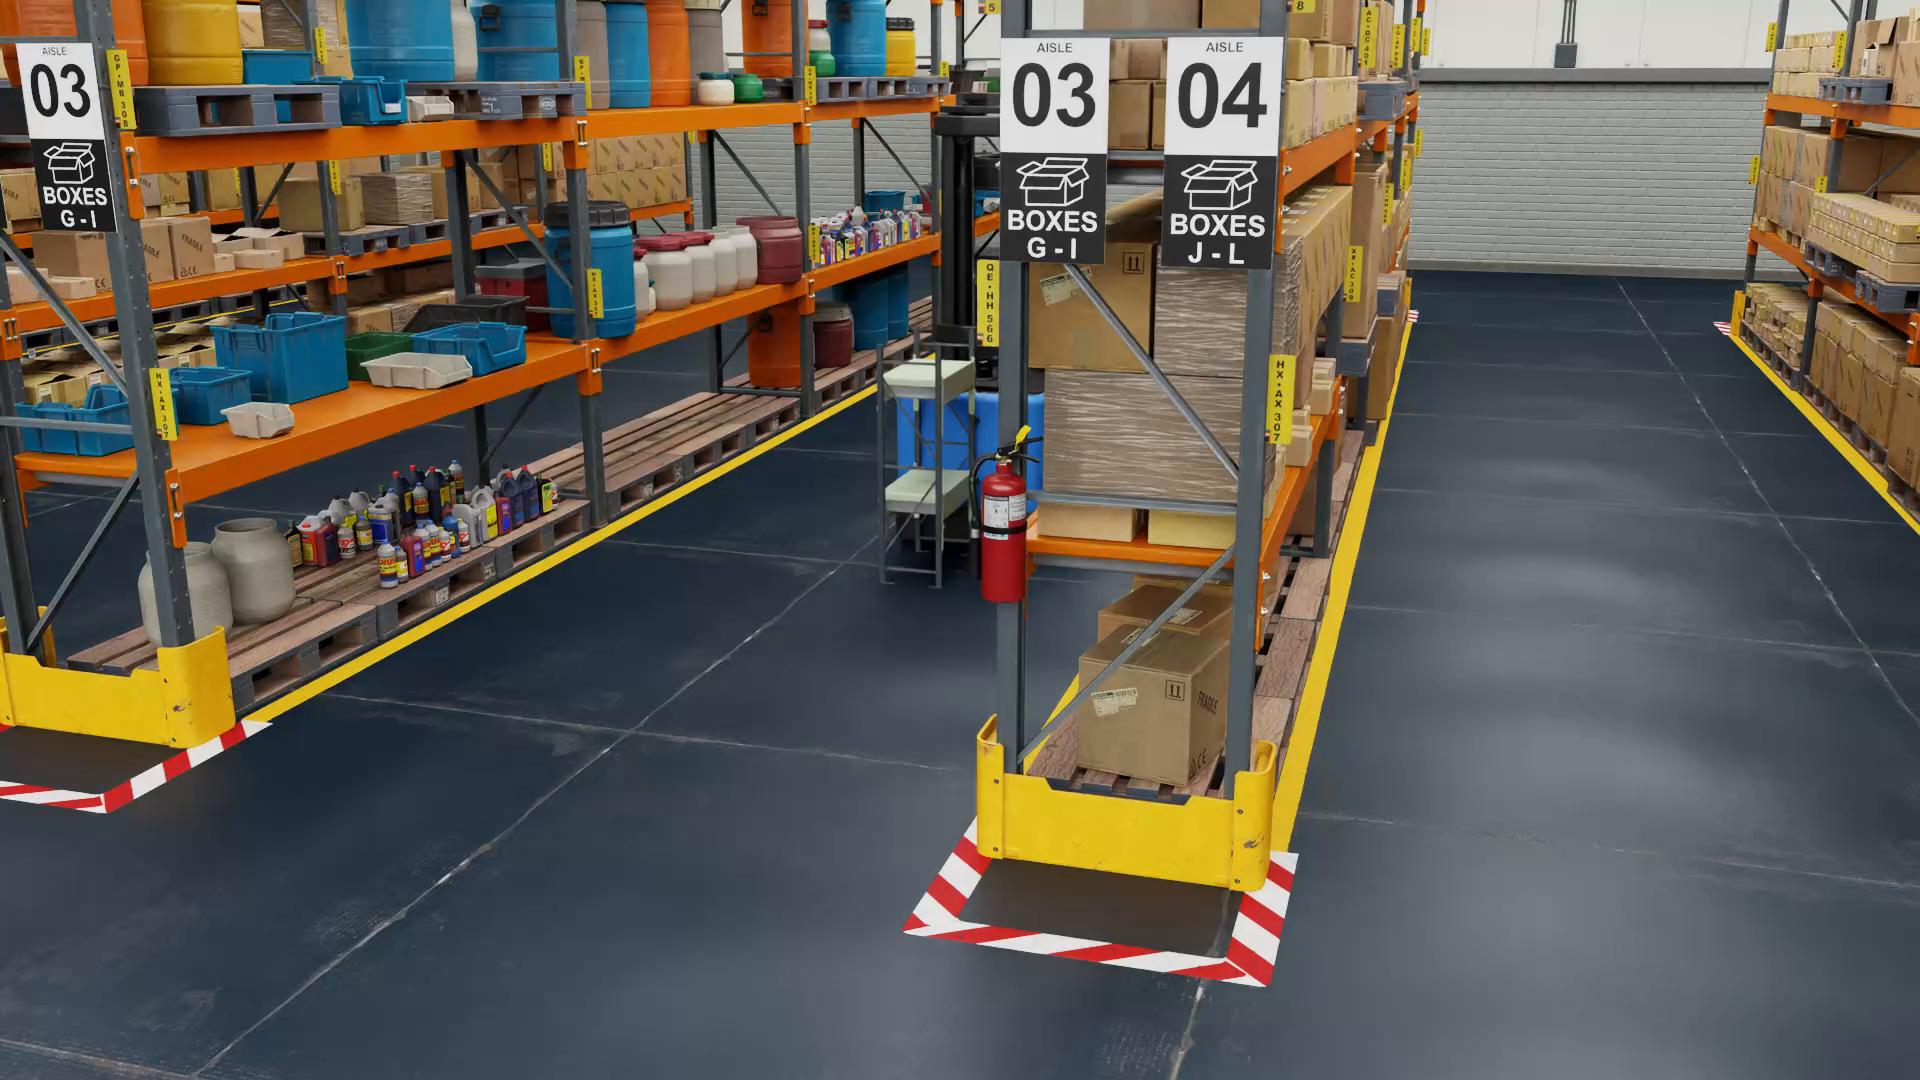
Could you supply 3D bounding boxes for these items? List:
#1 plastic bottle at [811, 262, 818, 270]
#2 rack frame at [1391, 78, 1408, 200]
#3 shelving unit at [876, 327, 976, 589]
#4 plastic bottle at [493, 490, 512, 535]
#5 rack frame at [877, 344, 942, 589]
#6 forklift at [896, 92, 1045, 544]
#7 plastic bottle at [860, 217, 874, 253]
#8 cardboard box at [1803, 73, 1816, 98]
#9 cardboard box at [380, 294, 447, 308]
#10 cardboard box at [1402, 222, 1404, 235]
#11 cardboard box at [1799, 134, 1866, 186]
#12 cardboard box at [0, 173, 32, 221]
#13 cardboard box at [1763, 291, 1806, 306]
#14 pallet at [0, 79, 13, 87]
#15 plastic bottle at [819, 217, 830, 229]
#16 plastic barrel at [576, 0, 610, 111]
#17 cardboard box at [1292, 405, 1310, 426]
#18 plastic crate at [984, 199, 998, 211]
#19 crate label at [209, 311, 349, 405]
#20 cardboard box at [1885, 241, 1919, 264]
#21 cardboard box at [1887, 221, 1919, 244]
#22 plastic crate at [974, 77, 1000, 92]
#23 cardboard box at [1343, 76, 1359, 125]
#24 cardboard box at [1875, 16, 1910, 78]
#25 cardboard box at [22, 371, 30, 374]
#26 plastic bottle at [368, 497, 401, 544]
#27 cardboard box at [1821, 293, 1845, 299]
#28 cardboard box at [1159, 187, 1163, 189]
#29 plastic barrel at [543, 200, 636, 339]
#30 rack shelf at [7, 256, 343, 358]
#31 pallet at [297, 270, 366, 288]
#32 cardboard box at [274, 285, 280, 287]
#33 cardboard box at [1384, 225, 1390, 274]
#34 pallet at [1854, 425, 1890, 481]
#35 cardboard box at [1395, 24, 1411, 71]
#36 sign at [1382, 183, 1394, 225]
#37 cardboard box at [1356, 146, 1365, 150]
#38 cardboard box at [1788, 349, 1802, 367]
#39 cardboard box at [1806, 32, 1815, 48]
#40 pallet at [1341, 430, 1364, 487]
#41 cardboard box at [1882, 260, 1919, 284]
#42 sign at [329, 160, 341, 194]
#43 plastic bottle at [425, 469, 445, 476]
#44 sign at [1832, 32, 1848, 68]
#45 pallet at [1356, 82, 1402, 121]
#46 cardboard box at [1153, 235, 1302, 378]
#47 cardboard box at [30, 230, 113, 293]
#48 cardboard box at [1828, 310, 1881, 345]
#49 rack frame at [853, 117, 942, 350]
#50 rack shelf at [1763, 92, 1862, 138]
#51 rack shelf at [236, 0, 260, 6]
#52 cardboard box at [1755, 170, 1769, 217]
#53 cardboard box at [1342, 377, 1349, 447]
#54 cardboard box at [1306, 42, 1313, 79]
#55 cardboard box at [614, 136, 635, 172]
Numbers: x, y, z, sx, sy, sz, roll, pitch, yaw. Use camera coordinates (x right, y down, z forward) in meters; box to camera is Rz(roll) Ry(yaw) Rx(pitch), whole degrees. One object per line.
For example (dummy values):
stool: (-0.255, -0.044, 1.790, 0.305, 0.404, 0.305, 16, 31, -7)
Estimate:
plastic bottle: (-1.402, -2.642, 15.373, 0.152, 0.276, 0.135, 5, 16, 16)
rack frame: (4.051, -3.276, 17.381, 1.000, 3.000, 0.127, 5, 16, 16)
shelving unit: (-0.202, -0.531, 10.453, 0.431, 1.500, 0.755, 5, 16, 16)
plastic bottle: (-2.939, -0.185, 10.655, 0.061, 0.283, 0.133, 6, 17, 20)
rack frame: (-0.305, -0.435, 10.115, 0.400, 1.500, 0.023, 5, 16, 16)
forklift: (0.473, -1.709, 11.985, 1.130, 2.935, 3.031, 5, 16, 16)
plastic bottle: (-0.958, -3.082, 16.788, 0.144, 0.351, 0.185, 5, 16, 16)
cardboard box: (8.955, -4.647, 16.995, 0.500, 0.250, 0.500, 4, 16, 15)
cardboard box: (-5.888, -2.373, 17.972, 0.500, 0.500, 0.500, 4, 16, 15)
cardboard box: (4.748, -3.480, 18.562, 0.380, 0.149, 0.250, 4, 16, 15)
cardboard box: (8.794, -3.816, 16.727, 0.500, 0.500, 0.500, 4, 16, 14)
cardboard box: (-10.792, -3.826, 18.556, 0.500, 0.500, 0.500, 5, 17, 18)
cardboard box: (9.291, -2.708, 18.745, 0.380, 0.149, 0.250, 4, 16, 13)
pallet: (-7.481, -3.535, 13.148, 0.805, 0.209, 1.217, 4, 16, 14)
plastic bottle: (-1.458, -3.266, 17.575, 0.152, 0.276, 0.135, 5, 16, 16)
plastic barrel: (-2.849, -3.572, 12.010, 0.600, 0.901, 0.600, 0, 16, 0)
cardboard box: (1.558, -0.591, 8.378, 0.380, 0.149, 0.250, 5, 16, 16)
plastic crate: (0.285, -4.306, 21.387, 0.396, 0.136, 0.243, 5, 16, 16)
crate label: (-3.844, -1.040, 9.433, 0.502, 0.435, 0.616, 5, 16, 16)
cardboard box: (7.345, -2.207, 12.759, 0.380, 0.149, 0.250, 5, 17, 17)
cardboard box: (7.341, -2.349, 12.715, 0.380, 0.149, 0.250, 4, 16, 14)
plastic crate: (0.432, -5.767, 21.056, 0.450, 0.188, 0.336, 5, 16, 16)
cardboard box: (1.898, -2.414, 9.121, 0.500, 0.250, 0.500, 5, 17, 18)
cardboard box: (8.213, -4.165, 14.062, 0.797, 0.503, 0.637, 4, 16, 15)
cardboard box: (-7.879, -1.229, 13.407, 0.500, 0.311, 0.500, 5, 16, 16)
plastic bottle: (-3.624, -0.123, 10.453, 0.152, 0.276, 0.135, 5, 16, 16)
cardboard box: (9.794, -2.668, 18.603, 0.380, 0.149, 0.250, 4, 16, 14)
cardboard box: (1.406, -1.757, 9.466, 0.500, 0.500, 0.500, 5, 16, 16)
plastic barrel: (-2.571, -1.885, 11.561, 0.600, 0.901, 0.708, 5, 16, 16)
rack shelf: (-7.151, -2.129, 14.657, 1.077, 0.370, 4.000, 5, 16, 16)
pallet: (-9.212, -3.918, 24.755, 1.003, 0.211, 1.213, 5, 16, 16)
cardboard box: (-9.740, -3.746, 22.852, 0.700, 0.500, 0.500, 4, 16, 15)
cardboard box: (3.600, -2.653, 15.001, 0.500, 0.500, 0.500, 4, 16, 15)
pallet: (7.864, -0.681, 13.343, 1.003, 0.211, 1.213, 5, 16, 16)
cardboard box: (4.658, -5.492, 18.563, 0.700, 0.500, 0.500, 5, 17, 18)
sign: (3.437, -2.708, 13.405, 0.100, 0.325, 0.005, 5, 16, 16)
cardboard box: (4.509, -4.382, 19.638, 0.500, 0.500, 0.500, 4, 16, 14)
cardboard box: (8.563, -1.824, 16.718, 0.380, 0.149, 0.250, 5, 17, 17)
cardboard box: (9.000, -5.179, 17.223, 0.380, 0.149, 0.250, 4, 16, 15)
pallet: (2.691, -0.683, 13.351, 1.003, 0.211, 1.213, 5, 16, 16)
cardboard box: (7.340, -2.064, 12.800, 0.380, 0.149, 0.250, 5, 17, 17)
sign: (-6.049, -3.513, 16.096, 0.100, 0.325, 0.005, 5, 16, 16)
plastic bottle: (-3.548, -0.332, 11.188, 0.152, 0.276, 0.135, 5, 17, 18)
sign: (8.255, -4.596, 15.593, 0.100, 0.325, 0.005, 5, 16, 16)
pallet: (2.055, -2.689, 10.158, 1.213, 0.211, 1.003, 5, 16, 16)
cardboard box: (1.058, -0.931, 6.554, 0.500, 0.500, 0.500, 5, 16, 16)
cardboard box: (-7.336, -2.337, 13.890, 0.500, 0.500, 0.500, 6, 17, 20)
cardboard box: (8.165, -1.912, 15.012, 0.500, 0.250, 0.500, 5, 17, 17)
rack frame: (-0.698, -3.660, 18.735, 1.000, 3.000, 0.127, 5, 16, 16)
rack shelf: (9.346, -4.485, 17.465, 1.077, 0.370, 4.000, 5, 16, 16)
rack shelf: (-9.628, -7.299, 22.622, 1.077, 0.370, 4.000, 5, 16, 16)
cardboard box: (9.522, -4.006, 19.228, 0.500, 0.500, 0.500, 5, 17, 19)
cardboard box: (2.743, -1.061, 13.349, 0.700, 0.500, 0.500, 4, 16, 13)
cardboard box: (1.280, -2.018, 6.994, 0.380, 0.149, 0.250, 5, 16, 16)
cardboard box: (-4.604, -5.080, 21.727, 0.500, 0.500, 0.500, 5, 17, 18)
